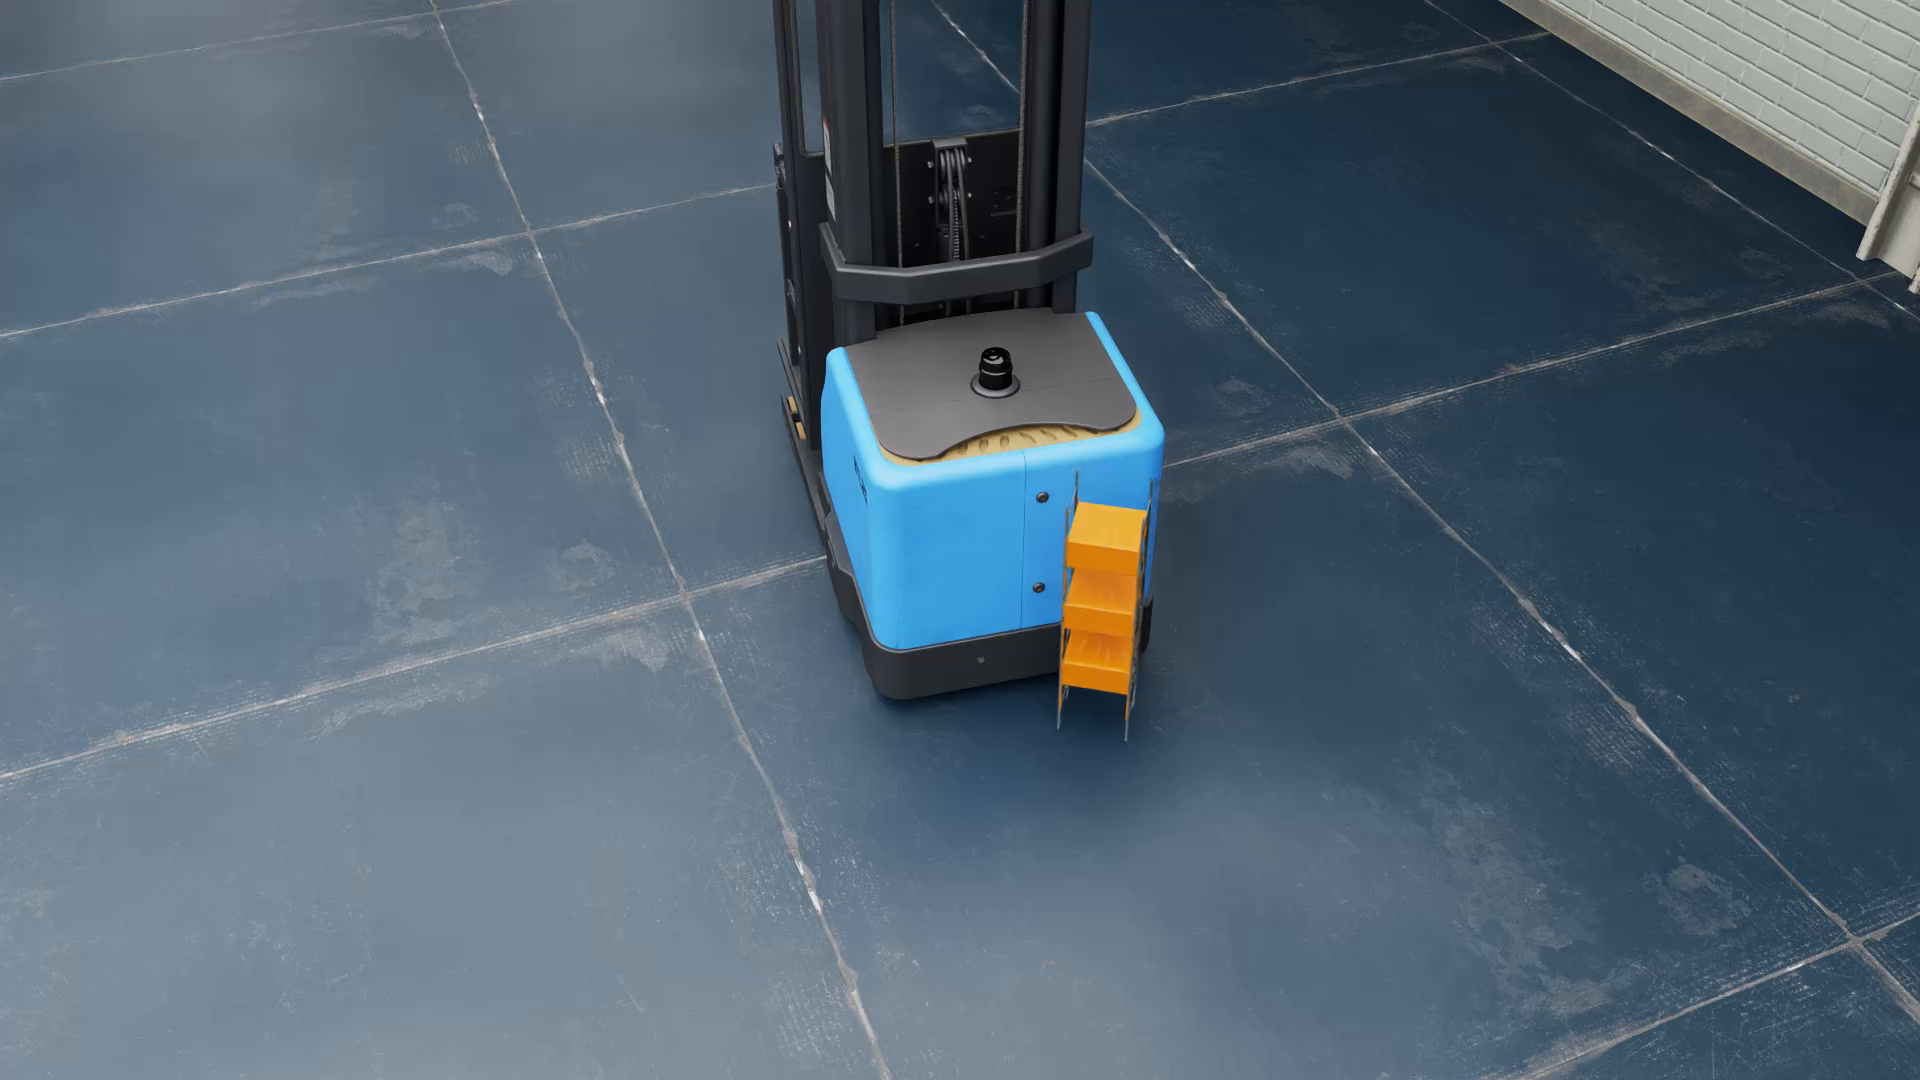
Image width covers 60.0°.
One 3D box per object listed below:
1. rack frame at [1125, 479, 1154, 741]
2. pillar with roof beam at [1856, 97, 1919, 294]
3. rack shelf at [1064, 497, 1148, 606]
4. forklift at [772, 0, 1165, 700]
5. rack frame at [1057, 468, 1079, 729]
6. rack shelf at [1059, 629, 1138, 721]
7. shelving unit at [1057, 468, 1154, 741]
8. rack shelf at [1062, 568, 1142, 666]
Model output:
[{"bbox_3d":[0.605,0.258,5.637,0.008,1.050,0.200,8,43,10],"label":"rack frame"},{"bbox_3d":[0.777,-3.701,4.152,9.100,9.000,0.400,-15,43,-17],"label":"pillar with roof beam"},{"bbox_3d":[0.482,0.037,5.476,0.240,0.259,0.215,8,43,10],"label":"rack shelf"},{"bbox_3d":[-0.156,-1.509,6.256,1.130,2.935,3.031,-9,42,-11],"label":"forklift"},{"bbox_3d":[0.367,0.223,5.681,0.008,1.050,0.200,8,43,10],"label":"rack frame"},{"bbox_3d":[0.490,0.455,5.852,0.240,0.259,0.215,8,43,10],"label":"rack shelf"},{"bbox_3d":[0.486,0.240,5.659,0.252,1.050,0.215,8,43,10],"label":"shelving unit"},{"bbox_3d":[0.486,0.248,5.666,0.240,0.259,0.215,8,43,10],"label":"rack shelf"}]
